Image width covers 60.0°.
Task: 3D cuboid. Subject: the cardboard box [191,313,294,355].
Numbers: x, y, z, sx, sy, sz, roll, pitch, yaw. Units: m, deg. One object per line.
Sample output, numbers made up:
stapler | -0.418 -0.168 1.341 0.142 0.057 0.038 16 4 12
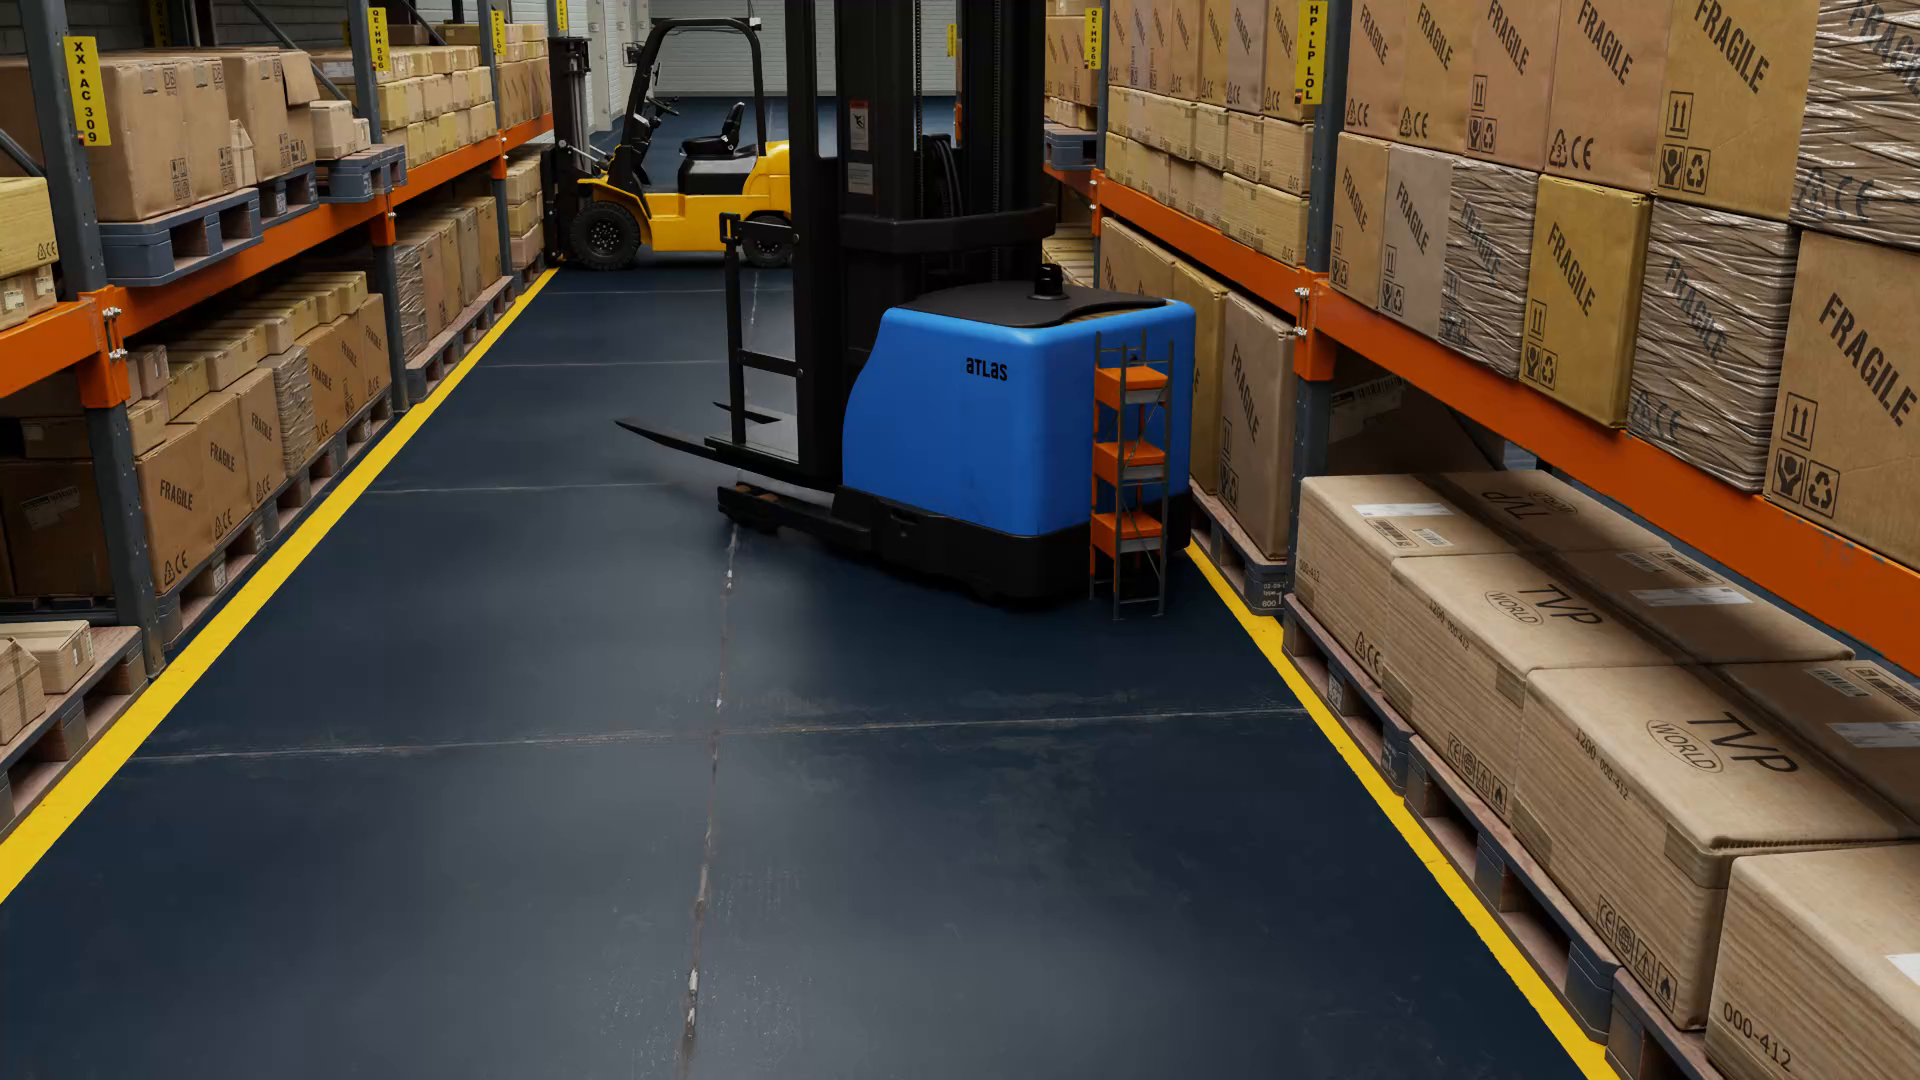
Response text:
cardboard box | -3.241 -0.927 7.512 0.380 0.149 0.250 -3 18 -8

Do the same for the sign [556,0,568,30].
sign | -3.936 -5.207 16.426 0.100 0.325 0.005 -2 18 -6

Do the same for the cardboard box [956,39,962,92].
cardboard box | 0.232 -4.723 16.550 0.500 0.500 0.500 -2 18 -6

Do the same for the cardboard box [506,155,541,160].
cardboard box | -3.955 -3.314 14.944 0.500 0.250 0.500 -2 18 -7

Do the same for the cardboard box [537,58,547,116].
cardboard box | -4.068 -4.131 15.159 0.500 0.500 0.500 -2 18 -7

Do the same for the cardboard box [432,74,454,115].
cardboard box | -3.619 -2.909 10.852 0.500 0.250 0.500 -2 17 -5

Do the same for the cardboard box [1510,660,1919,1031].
cardboard box | 1.839 0.640 3.708 0.875 0.438 0.875 -1 17 -4

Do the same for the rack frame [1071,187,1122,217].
rack frame | 0.872 -3.492 13.291 1.000 3.000 0.127 -2 18 -6

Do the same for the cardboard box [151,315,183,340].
cardboard box | -3.722 -0.914 7.470 0.380 0.149 0.250 -2 18 -5

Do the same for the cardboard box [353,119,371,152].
cardboard box | -3.203 -2.042 8.392 0.380 0.149 0.250 -1 17 -5

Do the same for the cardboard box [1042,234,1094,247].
cardboard box | 1.006 -2.068 12.442 0.950 0.372 0.625 -1 17 -2

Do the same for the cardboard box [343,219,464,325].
cardboard box | -3.848 -1.794 11.147 0.875 0.625 0.625 -3 18 -8

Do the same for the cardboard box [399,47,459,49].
cardboard box | -3.791 -3.449 11.904 0.380 0.149 0.250 -2 18 -6

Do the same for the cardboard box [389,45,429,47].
cardboard box | -4.354 -3.782 12.967 0.380 0.149 0.250 -2 18 -6

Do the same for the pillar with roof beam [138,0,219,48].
pillar with roof beam | -0.401 -5.501 9.676 9.100 9.000 0.400 -2 18 -6

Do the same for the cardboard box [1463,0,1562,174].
cardboard box | 1.593 -1.180 4.091 0.500 0.500 0.500 -1 17 -5

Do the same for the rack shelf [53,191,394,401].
rack shelf | -3.446 -1.206 7.213 1.077 0.370 4.000 -2 18 -6

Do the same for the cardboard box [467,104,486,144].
cardboard box | -3.695 -2.974 11.892 0.500 0.250 0.500 -2 18 -6

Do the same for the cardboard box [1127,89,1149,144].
cardboard box | 1.143 -2.154 8.447 0.500 0.250 0.500 -1 17 -4

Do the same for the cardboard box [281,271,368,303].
cardboard box | -3.349 -1.323 8.773 0.380 0.149 0.250 -3 18 -8

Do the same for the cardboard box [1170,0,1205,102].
cardboard box | 1.240 -2.218 7.396 0.500 0.500 0.500 -1 17 -5

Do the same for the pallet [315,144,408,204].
pallet | -3.513 -1.854 8.395 1.213 0.211 1.003 -2 18 -6

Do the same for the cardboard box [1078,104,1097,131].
cardboard box | 0.917 -2.548 10.005 0.380 0.149 0.250 -2 17 -5

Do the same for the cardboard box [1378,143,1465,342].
cardboard box | 1.533 -0.858 4.735 0.500 0.500 0.500 -2 18 -5

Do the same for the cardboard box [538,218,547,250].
cardboard box | -3.922 -2.683 14.606 0.500 0.250 0.500 -1 17 -5

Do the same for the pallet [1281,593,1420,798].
pallet | 1.698 0.451 5.387 1.003 0.211 1.213 -2 18 -6

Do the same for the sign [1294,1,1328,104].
sign | 1.158 -1.603 5.475 0.100 0.325 0.005 -2 18 -6

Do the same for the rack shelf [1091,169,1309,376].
rack shelf | 1.491 -1.361 7.705 1.077 0.370 4.000 -2 18 -6

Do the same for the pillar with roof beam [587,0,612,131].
pillar with roof beam | -2.877 -12.652 32.452 9.100 9.000 0.400 -2 18 -6

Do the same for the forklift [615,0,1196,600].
forklift | -0.436 -1.531 7.162 1.130 2.935 3.031 -16 24 -42

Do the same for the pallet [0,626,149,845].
pallet | -3.170 0.582 4.973 1.003 0.211 1.213 -2 18 -6

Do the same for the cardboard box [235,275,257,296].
cardboard box | -3.909 -1.298 8.692 0.380 0.149 0.250 -1 17 -3

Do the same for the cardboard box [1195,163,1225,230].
cardboard box | 1.316 -1.465 7.086 0.500 0.250 0.500 -2 18 -7

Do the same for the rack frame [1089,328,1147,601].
rack frame | 0.596 -0.276 6.304 0.200 1.050 0.008 -5 18 -17

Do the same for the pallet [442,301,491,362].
pallet | -3.821 -1.424 11.361 1.003 0.211 1.213 -2 18 -6

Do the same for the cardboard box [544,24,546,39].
cardboard box | -4.175 -4.855 15.888 0.380 0.149 0.250 -2 18 -6

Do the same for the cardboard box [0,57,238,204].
cardboard box | -3.121 -1.507 6.101 0.700 0.500 0.500 -2 17 -5

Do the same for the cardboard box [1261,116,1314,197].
cardboard box | 1.410 -1.399 6.041 0.500 0.250 0.500 -2 18 -6

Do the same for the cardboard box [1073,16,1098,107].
cardboard box | 0.961 -2.817 9.776 0.500 0.500 0.500 -2 18 -7

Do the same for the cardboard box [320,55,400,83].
cardboard box | -3.421 -2.686 9.475 0.380 0.149 0.250 -1 17 -4

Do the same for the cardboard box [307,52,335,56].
cardboard box | -4.036 -2.898 10.150 0.380 0.149 0.250 -2 18 -6

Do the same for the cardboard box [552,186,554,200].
cardboard box | -3.953 -3.068 14.998 0.500 0.250 0.500 -2 18 -6

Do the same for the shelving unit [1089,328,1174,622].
shelving unit | 0.633 -0.241 6.193 0.215 1.050 0.252 -5 18 -17

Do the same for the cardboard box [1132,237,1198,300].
cardboard box | 1.361 -1.012 8.240 0.875 0.875 0.875 -2 17 -5

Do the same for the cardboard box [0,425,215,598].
cardboard box | -3.066 -0.112 6.000 0.500 0.500 0.500 -1 17 -3

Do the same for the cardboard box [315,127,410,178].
cardboard box | -3.455 -2.214 9.470 0.500 0.250 0.500 -2 18 -5

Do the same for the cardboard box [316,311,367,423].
cardboard box | -3.354 -0.884 8.458 0.500 0.500 0.500 -2 18 -6

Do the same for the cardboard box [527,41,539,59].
cardboard box | -4.006 -4.410 14.966 0.380 0.149 0.250 -2 18 -5

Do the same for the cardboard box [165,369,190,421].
cardboard box | -3.155 -0.542 6.285 0.380 0.149 0.250 -3 18 -9

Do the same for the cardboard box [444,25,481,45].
cardboard box | -3.803 -3.940 12.974 0.380 0.149 0.250 -1 17 -5
